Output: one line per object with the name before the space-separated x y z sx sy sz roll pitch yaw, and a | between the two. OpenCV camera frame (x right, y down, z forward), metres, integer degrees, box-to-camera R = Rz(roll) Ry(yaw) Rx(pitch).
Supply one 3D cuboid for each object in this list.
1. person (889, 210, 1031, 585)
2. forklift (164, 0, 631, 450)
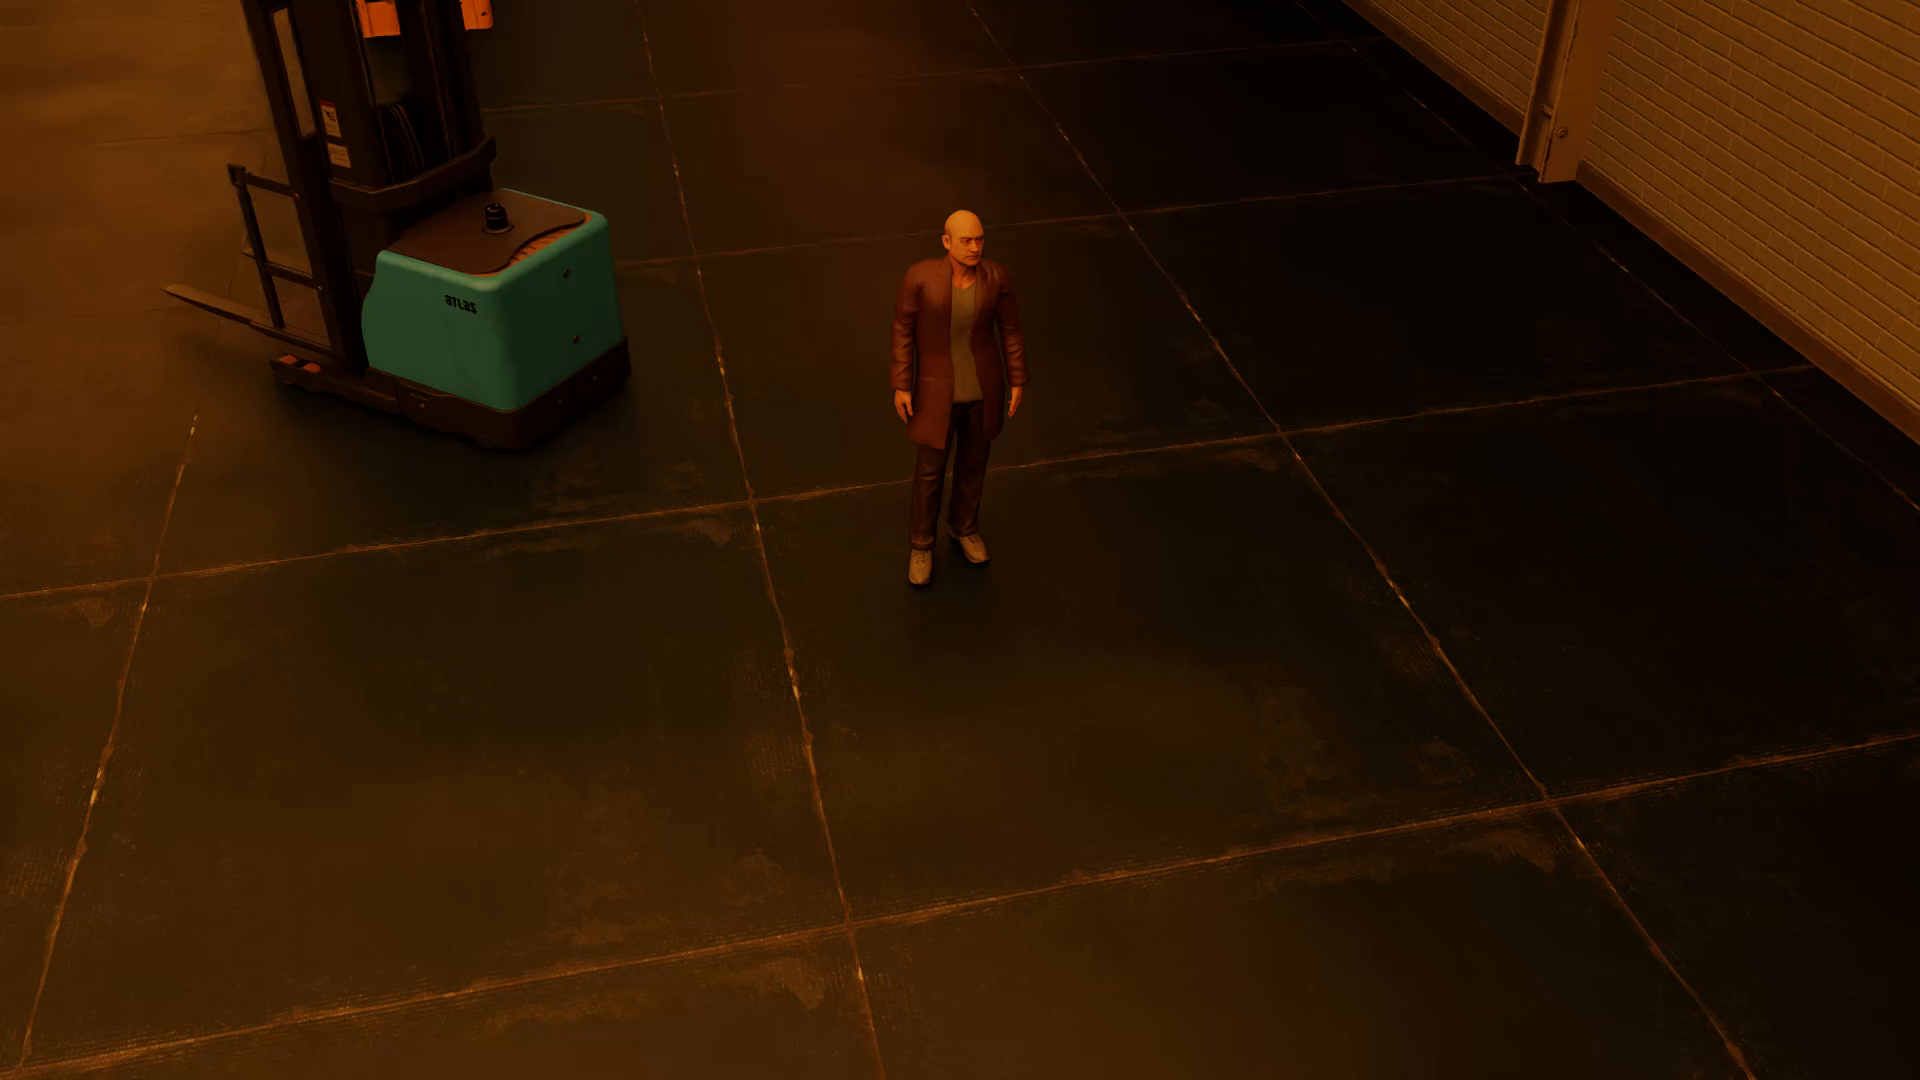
person | 0.017 -0.674 7.963 0.696 1.777 0.579 -8 36 -11
forklift | -3.477 -2.307 9.256 3.031 2.935 1.130 18 40 24
